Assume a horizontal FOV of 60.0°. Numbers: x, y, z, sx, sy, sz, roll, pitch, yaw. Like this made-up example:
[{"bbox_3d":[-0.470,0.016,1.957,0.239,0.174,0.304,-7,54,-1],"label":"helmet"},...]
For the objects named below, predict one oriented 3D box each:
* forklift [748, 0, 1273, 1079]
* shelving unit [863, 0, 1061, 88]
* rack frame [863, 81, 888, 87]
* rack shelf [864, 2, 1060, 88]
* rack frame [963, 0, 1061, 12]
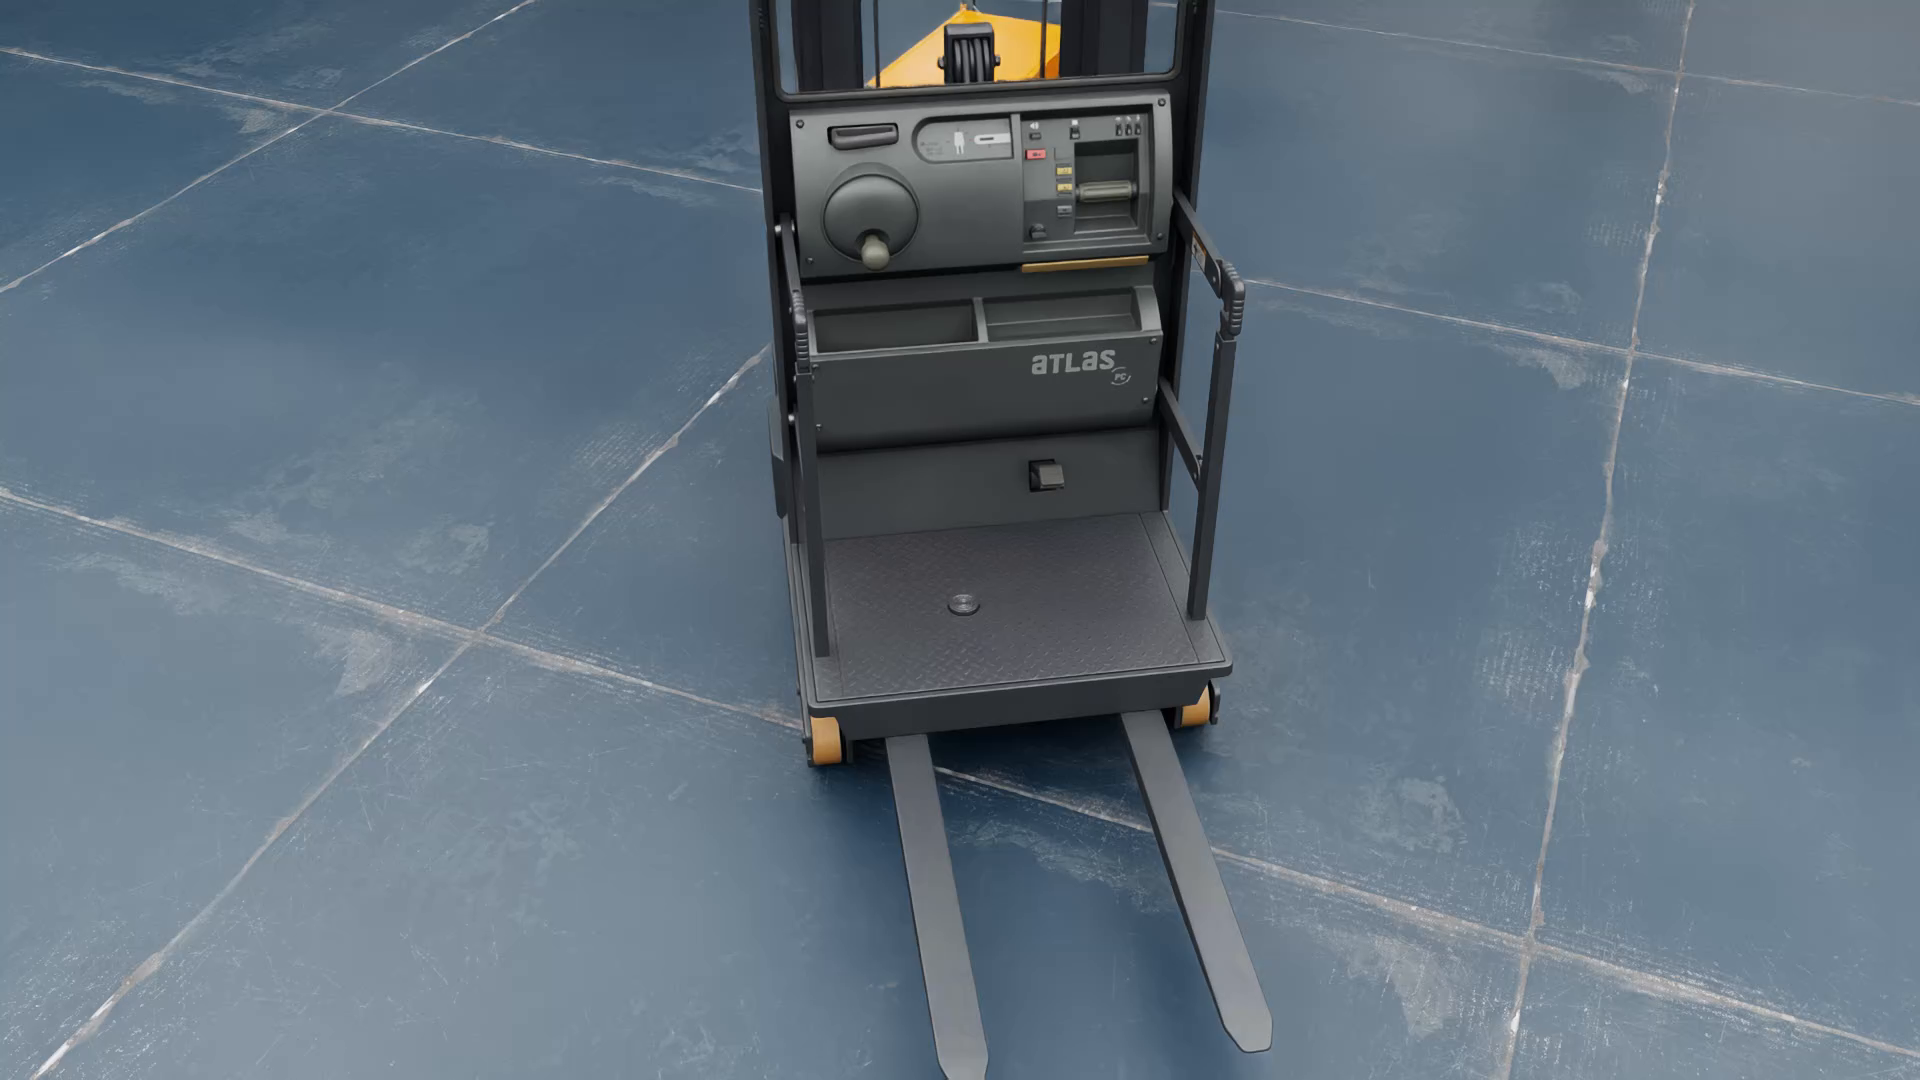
[{"bbox_3d":[0.093,-0.803,3.876,1.130,2.935,3.031,-5,37,-7],"label":"forklift"},{"bbox_3d":[0.038,-1.367,6.140,0.538,1.125,1.048,15,39,19],"label":"shelving unit"},{"bbox_3d":[-0.170,-1.090,5.768,0.500,1.125,0.032,15,39,19],"label":"rack frame"},{"bbox_3d":[0.038,-1.602,5.965,0.538,0.278,1.000,15,39,19],"label":"rack shelf"},{"bbox_3d":[0.245,-1.645,6.512,0.500,1.125,0.032,15,39,19],"label":"rack frame"}]
